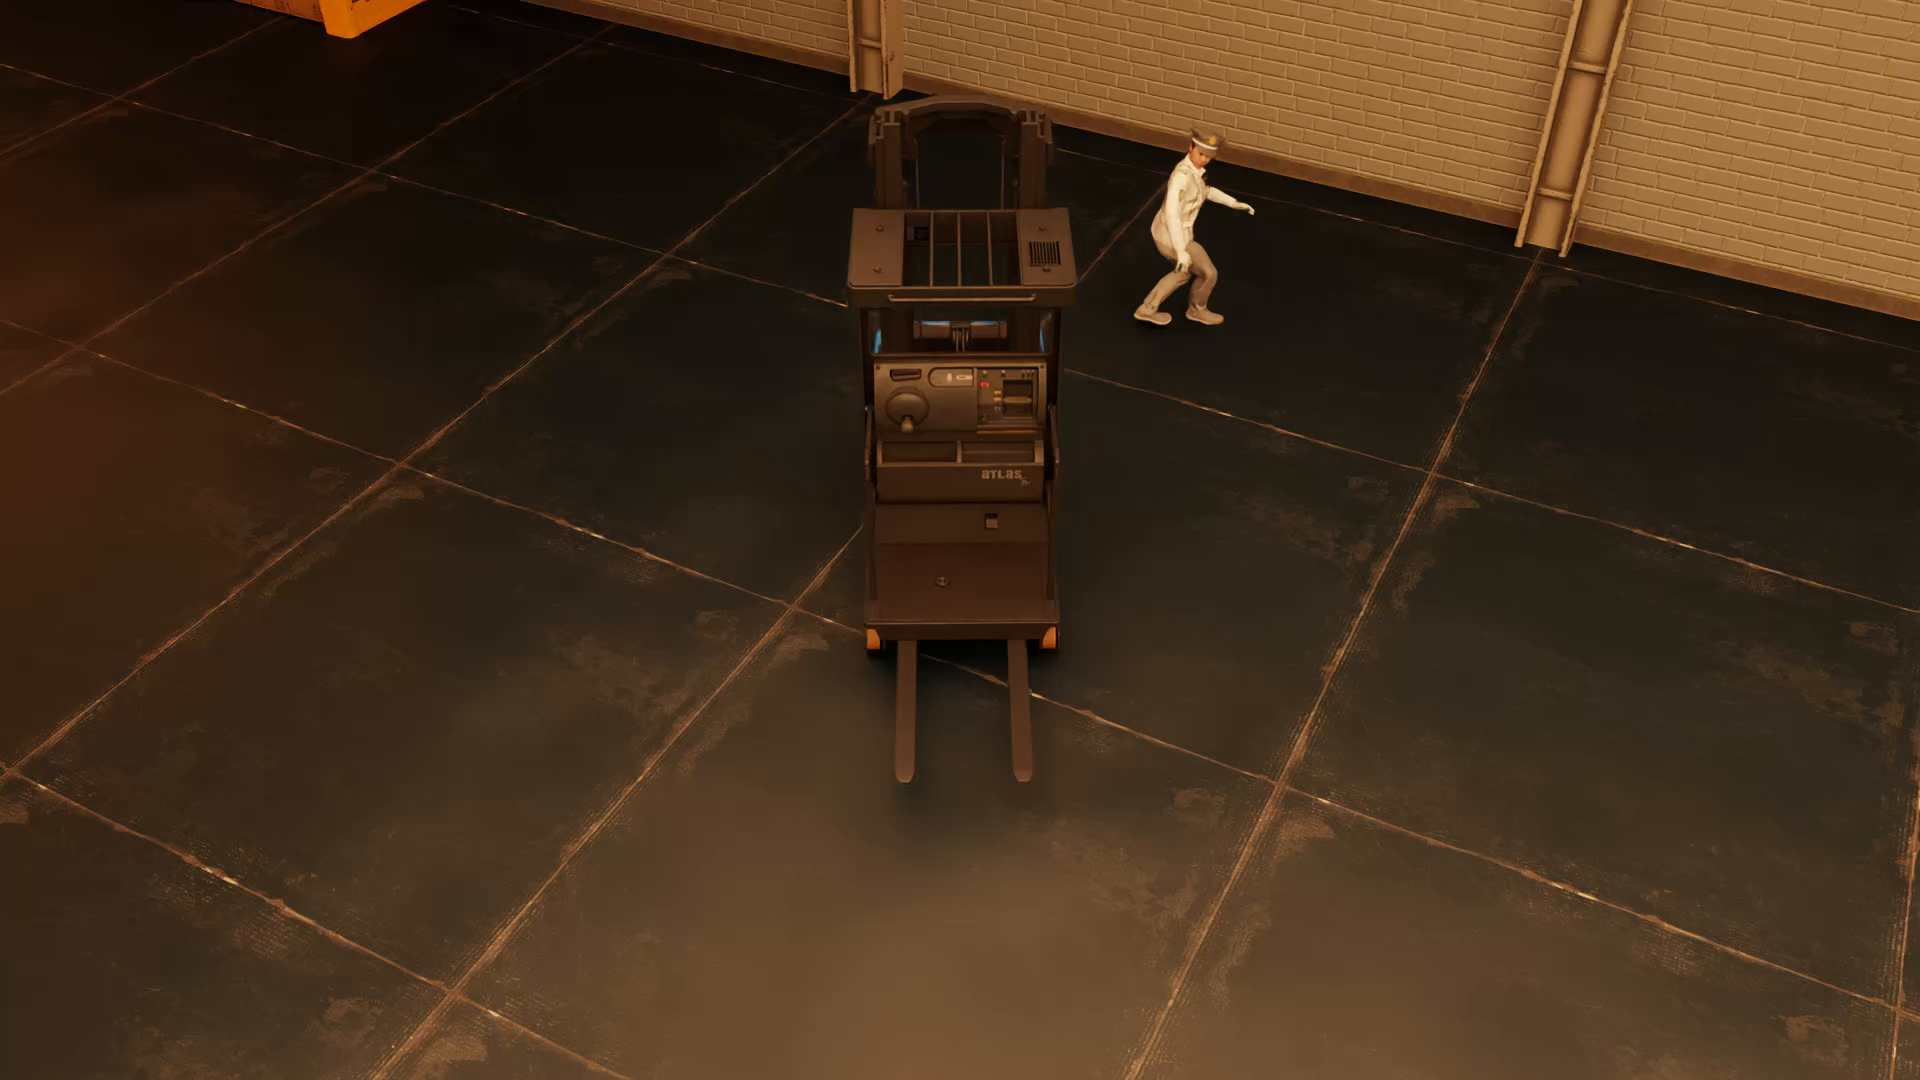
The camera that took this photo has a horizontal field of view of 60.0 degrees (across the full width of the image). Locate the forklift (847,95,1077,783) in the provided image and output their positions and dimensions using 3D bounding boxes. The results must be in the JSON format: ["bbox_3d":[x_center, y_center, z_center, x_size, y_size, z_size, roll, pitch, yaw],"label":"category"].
[{"bbox_3d":[0.006,-0.696,8.812,1.130,2.935,3.031,0,40,0],"label":"forklift"}]

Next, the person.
[{"bbox_3d":[1.652,-2.093,11.562,0.799,1.556,0.801,-1,40,-1],"label":"person"}]
